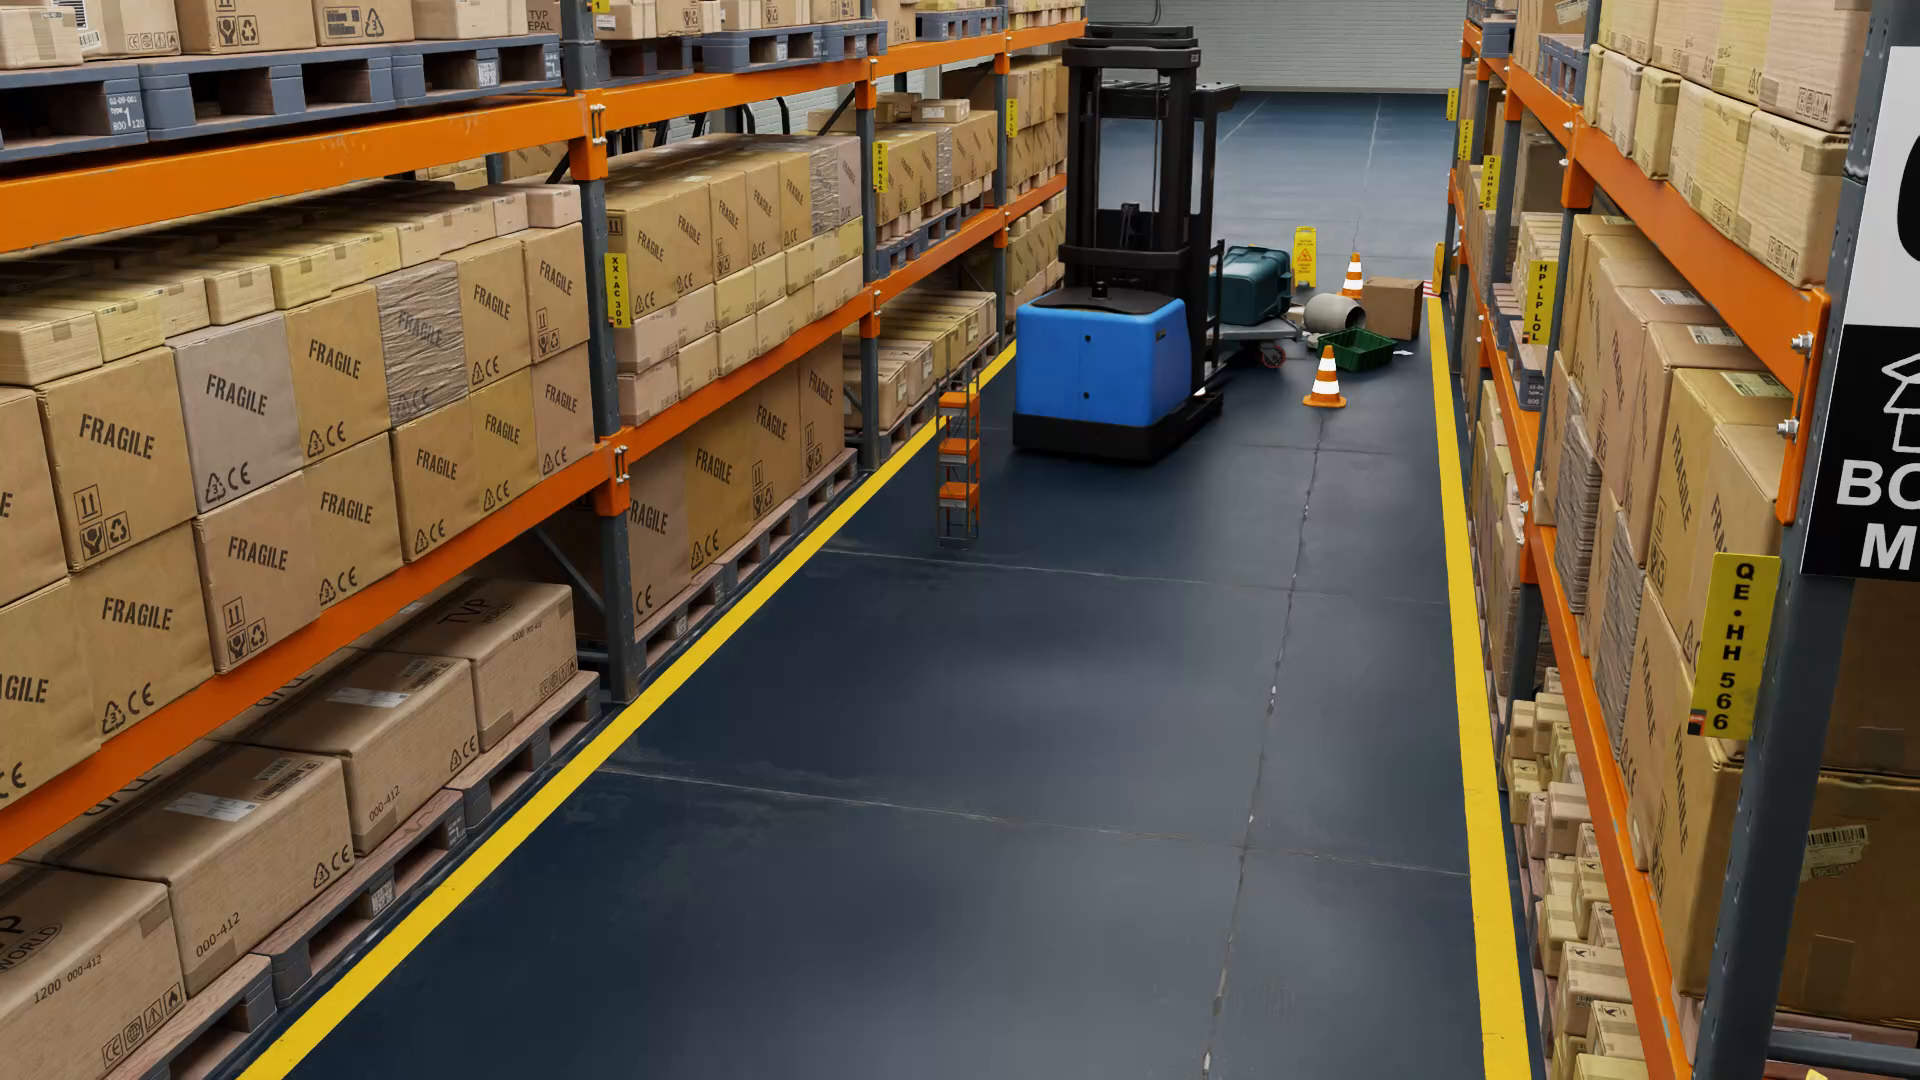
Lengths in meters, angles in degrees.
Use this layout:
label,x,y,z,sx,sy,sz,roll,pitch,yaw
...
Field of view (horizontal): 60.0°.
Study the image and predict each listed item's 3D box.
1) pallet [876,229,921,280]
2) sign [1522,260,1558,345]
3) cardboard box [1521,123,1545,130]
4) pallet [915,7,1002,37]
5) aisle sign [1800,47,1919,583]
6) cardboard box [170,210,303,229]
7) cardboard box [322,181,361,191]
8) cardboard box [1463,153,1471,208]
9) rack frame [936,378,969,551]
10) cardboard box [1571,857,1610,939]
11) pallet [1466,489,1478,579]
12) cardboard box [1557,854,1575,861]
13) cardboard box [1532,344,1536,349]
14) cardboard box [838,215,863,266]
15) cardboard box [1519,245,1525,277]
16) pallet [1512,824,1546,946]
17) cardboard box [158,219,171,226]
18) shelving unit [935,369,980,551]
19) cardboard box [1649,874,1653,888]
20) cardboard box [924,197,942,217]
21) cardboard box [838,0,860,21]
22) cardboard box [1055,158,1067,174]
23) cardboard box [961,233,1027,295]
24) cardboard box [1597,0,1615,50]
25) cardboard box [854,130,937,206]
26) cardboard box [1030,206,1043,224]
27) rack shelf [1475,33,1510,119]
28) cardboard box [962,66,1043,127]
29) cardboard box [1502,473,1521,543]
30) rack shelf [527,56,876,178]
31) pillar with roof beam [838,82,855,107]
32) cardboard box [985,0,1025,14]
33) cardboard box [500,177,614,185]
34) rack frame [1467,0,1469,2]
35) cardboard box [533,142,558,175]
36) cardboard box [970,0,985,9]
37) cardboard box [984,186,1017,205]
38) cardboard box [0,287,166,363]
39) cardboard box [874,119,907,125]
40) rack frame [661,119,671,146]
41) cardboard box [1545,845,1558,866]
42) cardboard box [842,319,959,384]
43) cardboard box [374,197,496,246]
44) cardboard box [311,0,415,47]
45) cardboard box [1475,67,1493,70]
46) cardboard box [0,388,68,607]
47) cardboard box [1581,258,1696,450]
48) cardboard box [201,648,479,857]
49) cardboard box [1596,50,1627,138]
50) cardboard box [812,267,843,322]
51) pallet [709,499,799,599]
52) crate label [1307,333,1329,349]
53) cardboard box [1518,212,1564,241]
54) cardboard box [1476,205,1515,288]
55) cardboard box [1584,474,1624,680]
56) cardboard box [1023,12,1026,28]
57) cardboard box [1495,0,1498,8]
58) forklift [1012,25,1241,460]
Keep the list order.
label,x,y,z,sx,sy,sz,roll,pitch,yaw
pallet,-0.990,-2.082,11.939,1.213,0.211,1.003,5,19,13
sign,2.247,-0.918,6.445,0.100,0.325,0.005,5,19,13
cardboard box,4.128,-2.562,11.345,0.700,0.500,0.500,4,19,13
pallet,-0.338,-4.340,13.903,1.213,0.211,1.003,5,19,13
aisle sign,1.500,-0.305,2.418,0.394,0.787,0.004,5,19,13
cardboard box,-2.649,-1.117,6.112,0.380,0.149,0.250,4,19,12
cardboard box,-5.261,-2.937,13.603,0.500,0.250,0.500,4,19,12
cardboard box,4.932,-3.197,14.675,0.875,0.550,0.550,5,19,13
rack frame,-0.043,-0.442,9.857,0.200,1.050,0.008,5,19,13
cardboard box,2.094,1.120,5.107,0.380,0.149,0.250,5,19,14
pallet,3.571,-0.017,9.911,1.003,0.211,1.213,5,19,13
cardboard box,2.229,1.104,5.614,0.380,0.149,0.250,6,20,16
cardboard box,3.071,-1.040,8.331,0.380,0.149,0.250,4,19,12
cardboard box,-0.933,-1.935,10.669,0.500,0.250,0.500,5,19,13
cardboard box,3.386,-1.581,9.455,0.380,0.149,0.250,6,20,16
pallet,2.656,1.205,6.333,1.003,0.211,1.213,5,19,13
cardboard box,-5.664,-2.175,11.655,0.380,0.149,0.250,5,19,14
shelving unit,-0.013,-0.480,9.969,0.215,1.050,0.252,5,19,13
cardboard box,1.758,0.765,3.694,0.380,0.149,0.250,4,19,13
cardboard box,-0.360,-2.611,12.929,0.380,0.149,0.250,5,20,15
cardboard box,-1.007,-3.478,10.279,0.797,0.503,0.637,3,19,10
cardboard box,0.938,-3.945,17.487,0.380,0.149,0.250,5,19,14
cardboard box,0.322,-2.611,15.634,0.500,0.500,0.500,6,20,16
cardboard box,2.436,-1.781,5.579,0.500,0.250,0.500,5,20,15
cardboard box,-0.483,-2.781,12.425,0.500,0.500,0.500,5,19,14
cardboard box,0.597,-3.198,16.350,0.380,0.149,0.250,6,20,17
rack shelf,4.252,-3.288,11.644,1.077,0.370,4.000,5,19,13
cardboard box,0.380,-4.135,15.491,0.700,0.500,0.500,5,19,14
cardboard box,2.861,-0.112,7.932,0.500,0.250,0.500,6,20,16
rack shelf,-1.550,-2.393,9.025,1.077,0.370,4.000,5,19,13
pillar with roof beam,2.142,-10.952,28.331,9.100,9.000,0.400,5,19,13
cardboard box,0.289,-4.800,14.731,0.500,0.250,0.500,4,19,12
cardboard box,-2.054,-1.530,8.325,0.500,0.500,0.500,5,19,14
rack frame,5.718,-6.928,16.549,1.000,3.000,0.127,5,19,13
cardboard box,-4.425,-3.916,16.856,0.500,0.500,0.500,5,19,14
cardboard box,-0.086,-4.547,13.802,0.500,0.250,0.500,4,19,12
cardboard box,0.304,-3.149,15.155,0.380,0.149,0.250,5,19,13
cardboard box,-2.444,-0.594,4.582,0.380,0.149,0.250,4,19,12
cardboard box,-0.732,-3.146,13.493,0.500,0.500,0.500,5,19,13
rack frame,-3.921,-4.839,19.715,1.000,3.000,0.127,5,19,13
cardboard box,2.297,1.160,5.911,0.380,0.149,0.250,4,19,12
cardboard box,-0.550,-1.542,13.476,0.950,0.372,0.625,5,20,15
cardboard box,-2.045,-1.241,6.476,0.380,0.149,0.250,5,19,13
cardboard box,-2.337,-1.976,5.728,0.797,0.503,0.637,6,20,18
cardboard box,5.545,-4.378,16.462,0.875,0.550,0.550,5,19,13
cardboard box,-2.622,-0.082,4.085,0.500,0.500,0.500,4,19,12
cardboard box,2.175,-0.548,4.989,0.500,0.500,0.500,5,19,14
cardboard box,-2.514,0.796,6.532,0.875,0.438,0.875,4,19,12
cardboard box,2.304,-1.394,5.221,0.500,0.250,0.500,4,19,13
cardboard box,-1.043,-1.529,10.257,0.500,0.250,0.500,5,19,14
pallet,-1.627,0.001,9.858,1.003,0.211,1.213,5,19,13
crate label,3.350,-1.817,15.295,0.298,0.136,0.250,-9,21,-24
cardboard box,3.462,-1.812,9.671,0.380,0.149,0.250,5,19,13
cardboard box,3.736,-1.948,11.094,0.500,0.500,0.500,5,19,13
cardboard box,2.046,0.100,4.638,0.500,0.500,0.500,6,20,16
cardboard box,0.401,-4.813,15.386,0.380,0.149,0.250,5,20,15
cardboard box,3.917,-3.861,11.252,0.500,0.500,0.500,5,19,13
forklift,1.434,-2.379,12.618,1.130,2.935,3.031,8,20,22
